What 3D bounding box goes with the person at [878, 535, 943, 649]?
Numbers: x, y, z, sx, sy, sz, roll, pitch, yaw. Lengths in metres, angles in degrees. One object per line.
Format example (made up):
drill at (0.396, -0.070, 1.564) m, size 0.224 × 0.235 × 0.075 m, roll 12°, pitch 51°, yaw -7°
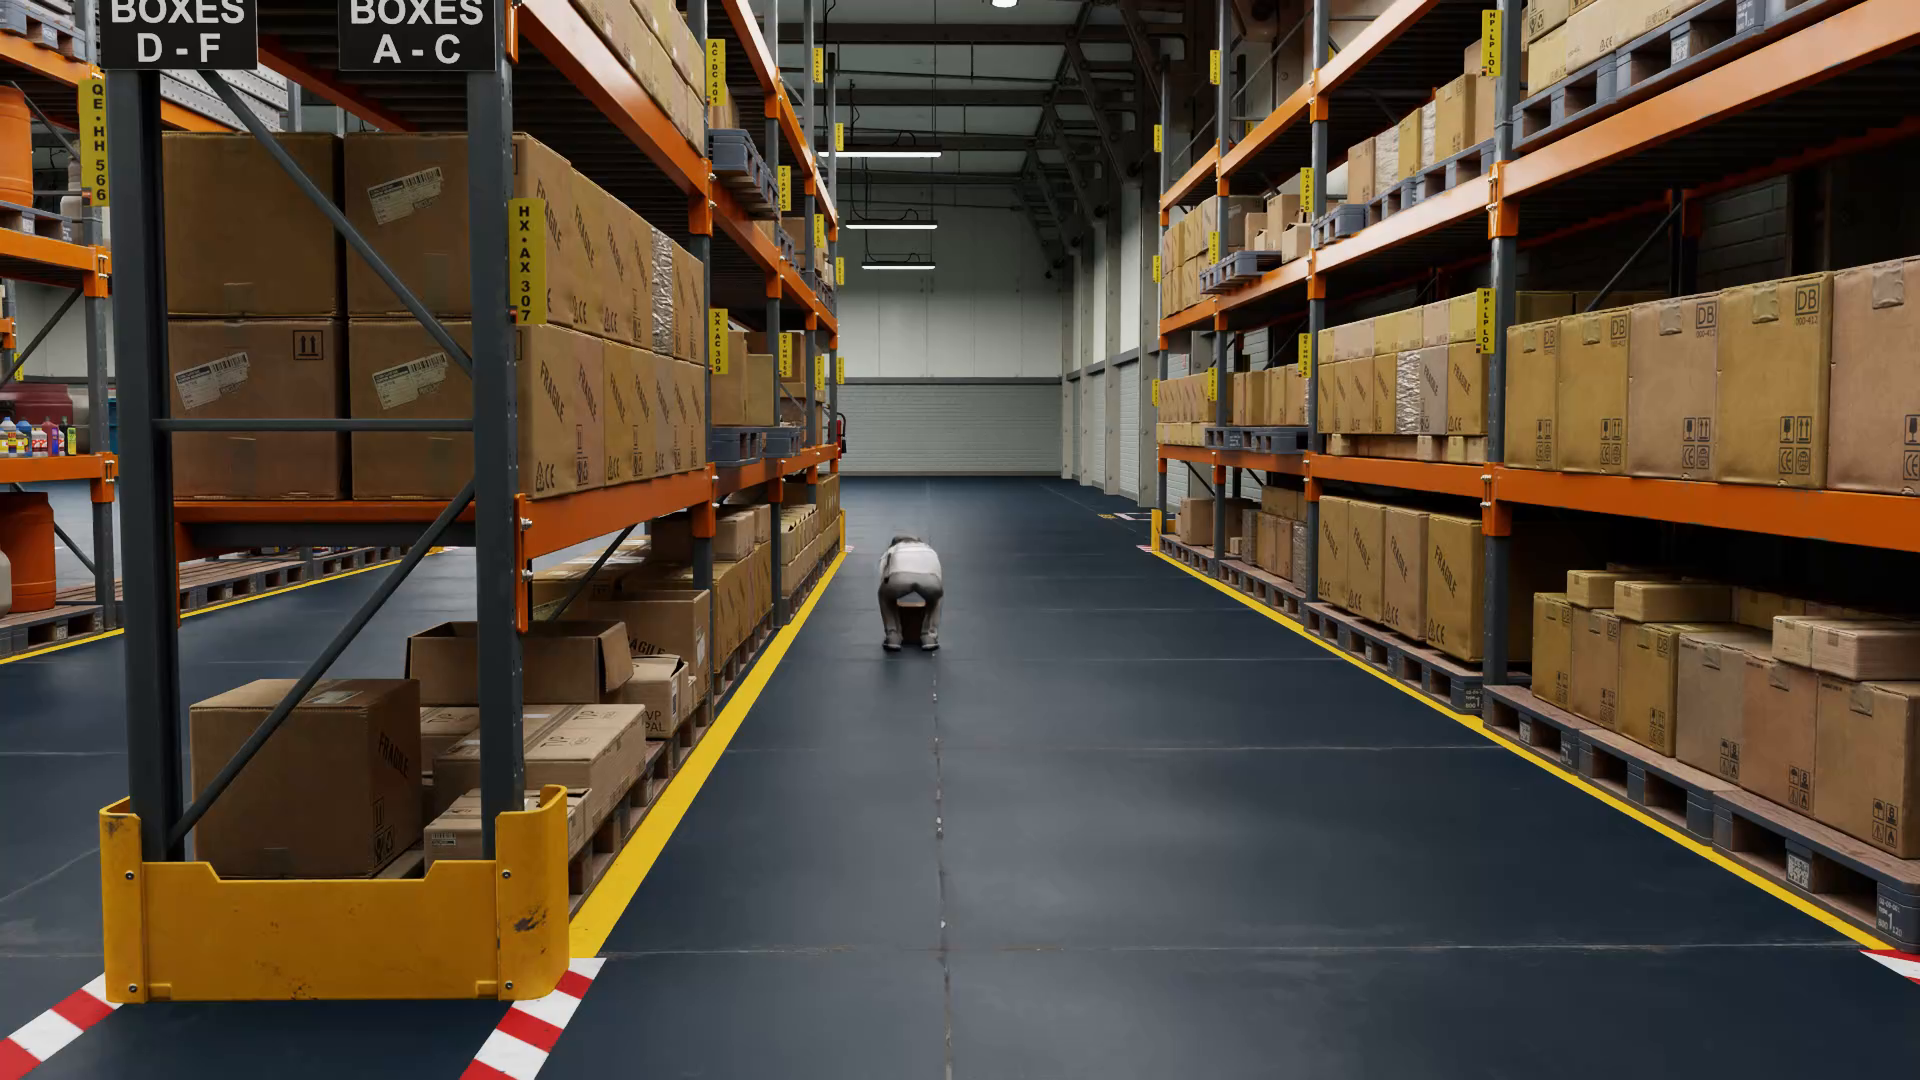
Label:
person at (-0.341, 0.365, 11.499) m, size 0.455 × 0.764 × 0.915 m, roll 0°, pitch 4°, yaw -3°
